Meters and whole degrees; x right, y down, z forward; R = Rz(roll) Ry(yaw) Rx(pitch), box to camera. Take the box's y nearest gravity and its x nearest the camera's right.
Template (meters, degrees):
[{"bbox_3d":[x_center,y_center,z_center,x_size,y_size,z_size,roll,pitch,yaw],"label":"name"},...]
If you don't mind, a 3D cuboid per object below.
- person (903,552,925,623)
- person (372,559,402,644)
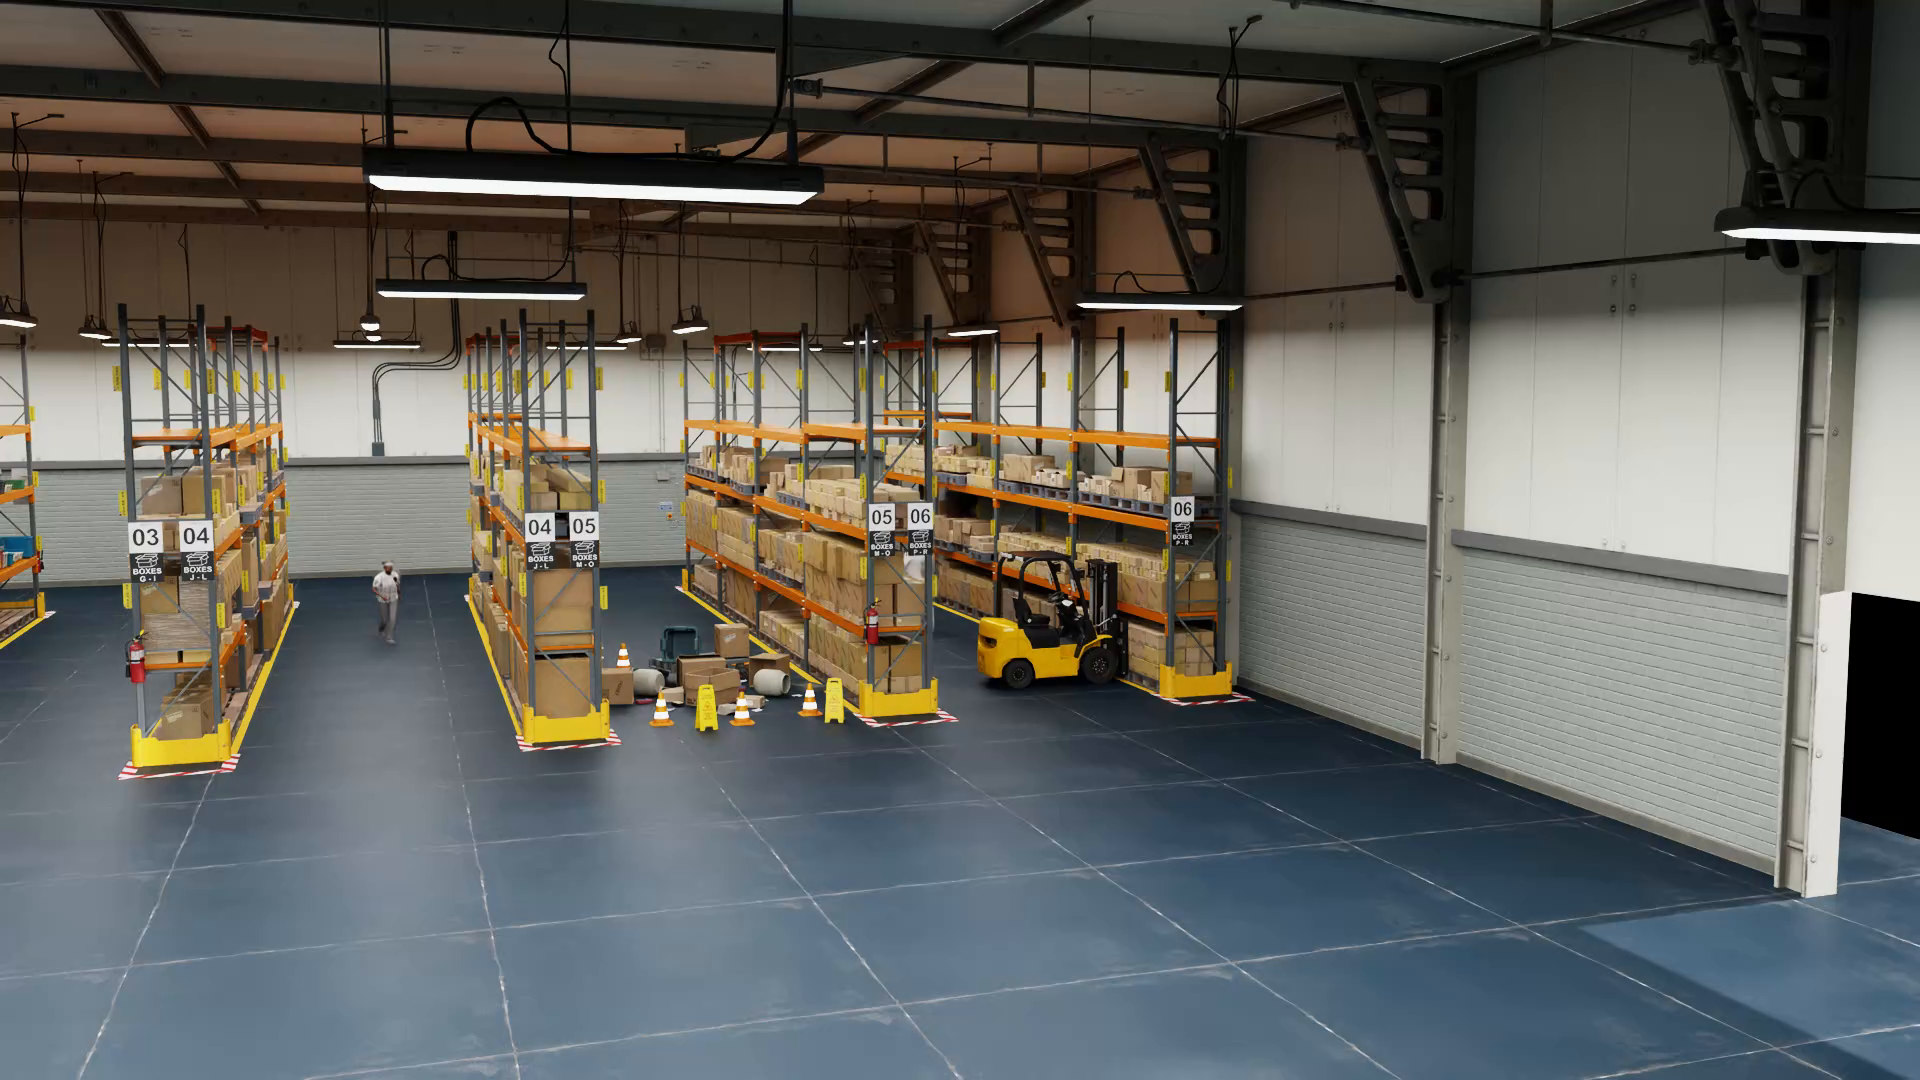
[{"bbox_3d":[-0.974,0.853,34.192,0.716,1.752,1.063,-3,6,-31],"label":"person"},{"bbox_3d":[-11.034,1.166,32.022,0.570,1.640,0.723,-3,6,-31],"label":"person"}]
